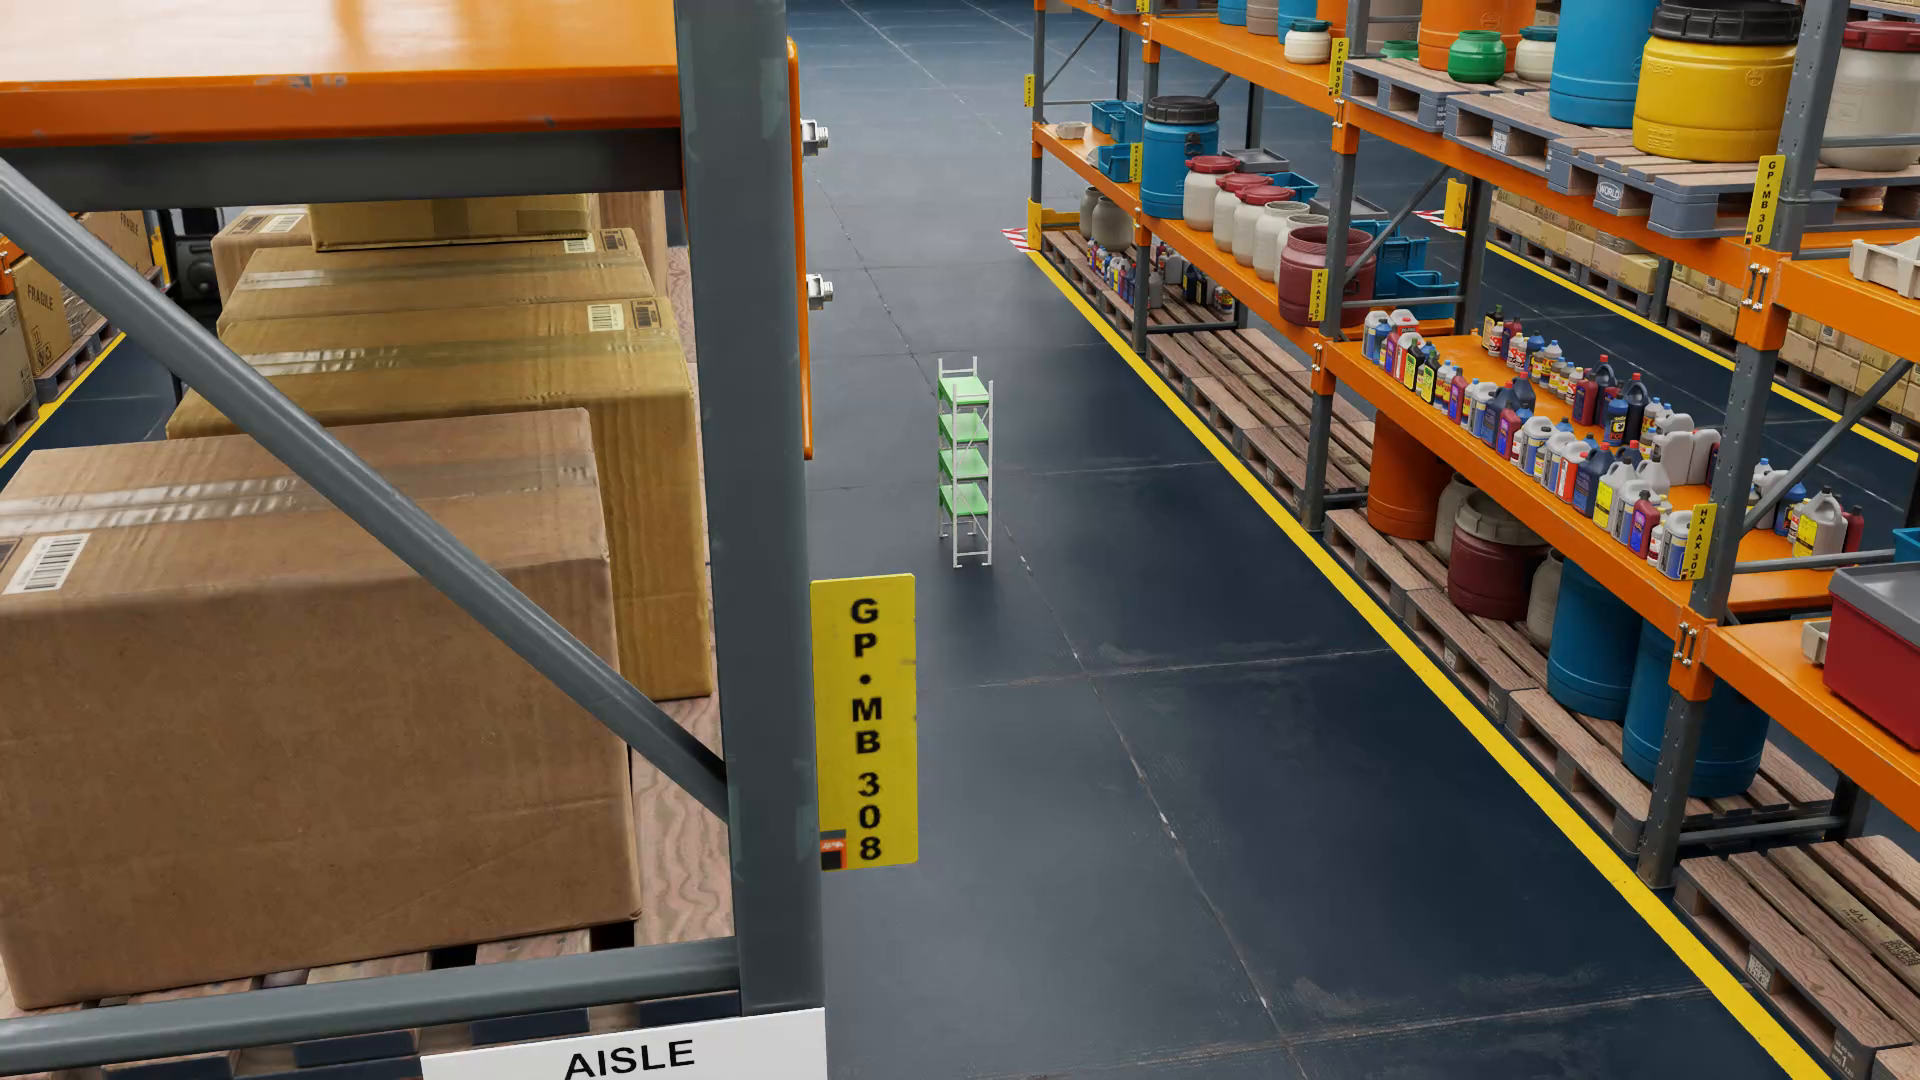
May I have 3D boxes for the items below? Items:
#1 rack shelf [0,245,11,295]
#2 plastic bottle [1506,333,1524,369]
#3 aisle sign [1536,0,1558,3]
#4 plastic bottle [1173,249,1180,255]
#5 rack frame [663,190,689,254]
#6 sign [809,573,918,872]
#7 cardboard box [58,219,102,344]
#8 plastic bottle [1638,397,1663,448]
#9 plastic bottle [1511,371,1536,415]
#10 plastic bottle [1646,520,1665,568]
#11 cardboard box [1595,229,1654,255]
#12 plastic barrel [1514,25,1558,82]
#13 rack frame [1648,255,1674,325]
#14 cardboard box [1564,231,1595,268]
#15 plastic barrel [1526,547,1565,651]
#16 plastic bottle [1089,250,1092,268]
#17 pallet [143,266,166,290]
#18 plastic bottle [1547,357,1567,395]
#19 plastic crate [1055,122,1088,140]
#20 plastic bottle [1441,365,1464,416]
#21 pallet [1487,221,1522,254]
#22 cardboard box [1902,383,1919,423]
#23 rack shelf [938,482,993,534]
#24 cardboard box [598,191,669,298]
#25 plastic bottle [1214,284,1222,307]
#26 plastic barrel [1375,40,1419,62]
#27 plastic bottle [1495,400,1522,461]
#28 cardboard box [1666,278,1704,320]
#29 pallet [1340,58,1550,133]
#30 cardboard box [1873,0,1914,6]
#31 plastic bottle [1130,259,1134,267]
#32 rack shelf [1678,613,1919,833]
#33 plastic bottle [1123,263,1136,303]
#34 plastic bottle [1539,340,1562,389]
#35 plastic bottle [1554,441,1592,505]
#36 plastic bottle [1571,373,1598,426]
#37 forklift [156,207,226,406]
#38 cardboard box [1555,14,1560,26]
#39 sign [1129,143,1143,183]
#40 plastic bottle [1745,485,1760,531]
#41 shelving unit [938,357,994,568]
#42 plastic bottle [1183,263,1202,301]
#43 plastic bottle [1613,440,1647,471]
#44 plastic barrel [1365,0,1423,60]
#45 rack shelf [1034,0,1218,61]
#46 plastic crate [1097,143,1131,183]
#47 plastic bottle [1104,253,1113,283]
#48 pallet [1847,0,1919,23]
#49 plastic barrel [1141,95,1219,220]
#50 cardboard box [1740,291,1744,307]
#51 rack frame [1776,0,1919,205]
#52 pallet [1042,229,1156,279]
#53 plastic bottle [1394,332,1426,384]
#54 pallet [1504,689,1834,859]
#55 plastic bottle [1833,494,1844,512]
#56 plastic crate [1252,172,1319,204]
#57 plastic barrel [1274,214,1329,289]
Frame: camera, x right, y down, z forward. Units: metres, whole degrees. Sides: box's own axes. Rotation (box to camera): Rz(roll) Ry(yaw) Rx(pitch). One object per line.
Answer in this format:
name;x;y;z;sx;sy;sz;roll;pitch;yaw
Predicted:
rack shelf;-7.381;-1.241;10.743;1.077;0.370;4.000;-4;24;-10
plastic bottle;3.289;-1.122;9.819;0.097;0.201;0.097;0;24;0
aisle sign;6.415;-6.229;18.016;0.394;0.787;0.004;-4;24;-10
plastic bottle;2.120;-2.702;15.949;0.144;0.351;0.185;-3;24;-8
rack frame;-1.379;-2.287;4.744;1.000;3.000;0.127;-4;24;-10
sign;-0.093;0.185;1.640;0.100;0.325;0.005;-4;24;-10
cardboard box;-7.969;-2.183;14.131;0.875;0.875;0.875;-4;24;-9
plastic bottle;3.551;-0.597;8.531;0.097;0.271;0.097;0;24;0
plastic bottle;2.918;-0.717;8.705;0.144;0.351;0.185;-4;24;-10
plastic bottle;3.050;0.012;7.224;0.097;0.201;0.097;0;24;0
cardboard box;6.497;-3.056;15.974;0.500;0.500;0.500;-4;24;-10
plastic barrel;3.091;-2.571;8.789;0.301;0.262;0.301;0;24;0
rack frame;6.878;-3.416;14.825;1.000;3.000;0.127;-4;24;-10
cardboard box;6.388;-2.908;16.571;0.500;0.250;0.500;-4;24;-10
plastic barrel;3.257;0.321;8.852;0.421;0.512;0.421;0;24;0
plastic bottle;1.318;-2.767;16.284;0.097;0.201;0.097;0;24;0
pallet;-8.266;-2.344;15.854;1.003;0.211;1.213;-4;24;-10
plastic bottle;3.379;-0.930;9.381;0.097;0.201;0.097;0;24;0
plastic crate;1.119;-4.128;16.784;0.298;0.136;0.250;-4;24;-10
plastic bottle;2.677;-0.814;9.026;0.097;0.271;0.097;0;24;0
pallet;6.321;-3.414;18.304;1.003;0.211;1.213;-4;24;-10
cardboard box;7.281;-0.964;12.121;0.500;0.250;0.500;-4;24;-8
rack shelf;0.031;-0.206;10.482;0.258;0.148;0.480;-4;24;-10
cardboard box;-1.080;-0.682;4.040;0.700;0.500;0.500;-3;24;-7
plastic bottle;2.344;-2.208;15.005;0.097;0.201;0.097;0;24;0
plastic barrel;2.653;-2.875;10.031;0.294;0.245;0.294;0;24;0
plastic bottle;2.782;-0.556;8.421;0.061;0.283;0.133;-4;24;-10
cardboard box;6.709;-2.172;14.886;0.500;0.250;0.500;-5;24;-11
pallet;2.795;-2.458;9.118;1.003;0.211;1.213;-4;24;-10
cardboard box;7.172;-4.158;12.438;0.500;0.250;0.500;-6;24;-14
plastic bottle;1.608;-2.460;15.480;0.061;0.283;0.133;-4;24;-10
rack shelf;3.859;1.212;5.127;1.077;0.370;4.000;-4;24;-10
plastic bottle;1.572;-2.347;15.135;0.144;0.351;0.185;-6;24;-12
plastic bottle;3.361;-1.001;9.455;0.097;0.271;0.097;0;24;0
plastic bottle;2.937;-0.321;7.892;0.152;0.276;0.135;-4;24;-10
plastic bottle;3.347;-0.764;8.897;0.061;0.283;0.133;-4;24;-10
forklift;-4.925;-1.889;11.413;1.130;2.935;3.031;-4;24;-9
cardboard box;6.419;-5.020;16.751;0.700;0.500;0.500;-4;24;-10
sign;1.467;-3.142;13.850;0.100;0.325;0.005;-4;24;-10
plastic bottle;3.591;-0.151;7.597;0.097;0.201;0.097;0;24;0
shelving unit;0.031;-0.485;10.361;0.258;1.200;0.503;-4;24;-10
plastic bottle;2.126;-2.377;15.204;0.144;0.351;0.185;-4;24;-10
plastic bottle;3.105;-0.303;7.757;0.144;0.351;0.185;-4;24;-10
plastic barrel;2.811;-3.421;10.462;0.600;0.901;0.600;0;24;0
rack shelf;1.640;-4.883;15.334;1.077;0.370;4.000;-4;24;-10
plastic crate;1.538;-3.398;14.969;0.499;0.251;0.616;-4;24;-10
plastic bottle;1.418;-2.586;15.782;0.097;0.271;0.097;0;24;0
pallet;7.195;-3.831;12.263;1.003;0.211;1.213;-3;24;-7
plastic barrel;1.783;-3.107;13.489;0.600;0.901;0.708;-4;24;-10
cardboard box;6.894;-2.024;13.847;0.500;0.311;0.500;-5;24;-11
rack frame;3.489;-2.654;5.583;1.000;3.000;0.127;-4;24;-10
pallet;1.475;-3.000;17.356;1.003;0.211;1.213;-4;24;-10
plastic bottle;2.597;-1.045;9.550;0.152;0.276;0.135;-4;24;-10
pallet;3.387;1.067;8.044;1.003;0.211;1.213;-4;24;-10
plastic bottle;3.816;-0.079;7.330;0.061;0.283;0.133;-4;24;-10
plastic crate;2.519;-2.633;13.051;0.392;0.384;0.575;-4;24;-10
plastic barrel;2.349;-1.918;11.254;0.421;0.512;0.421;0;24;0
